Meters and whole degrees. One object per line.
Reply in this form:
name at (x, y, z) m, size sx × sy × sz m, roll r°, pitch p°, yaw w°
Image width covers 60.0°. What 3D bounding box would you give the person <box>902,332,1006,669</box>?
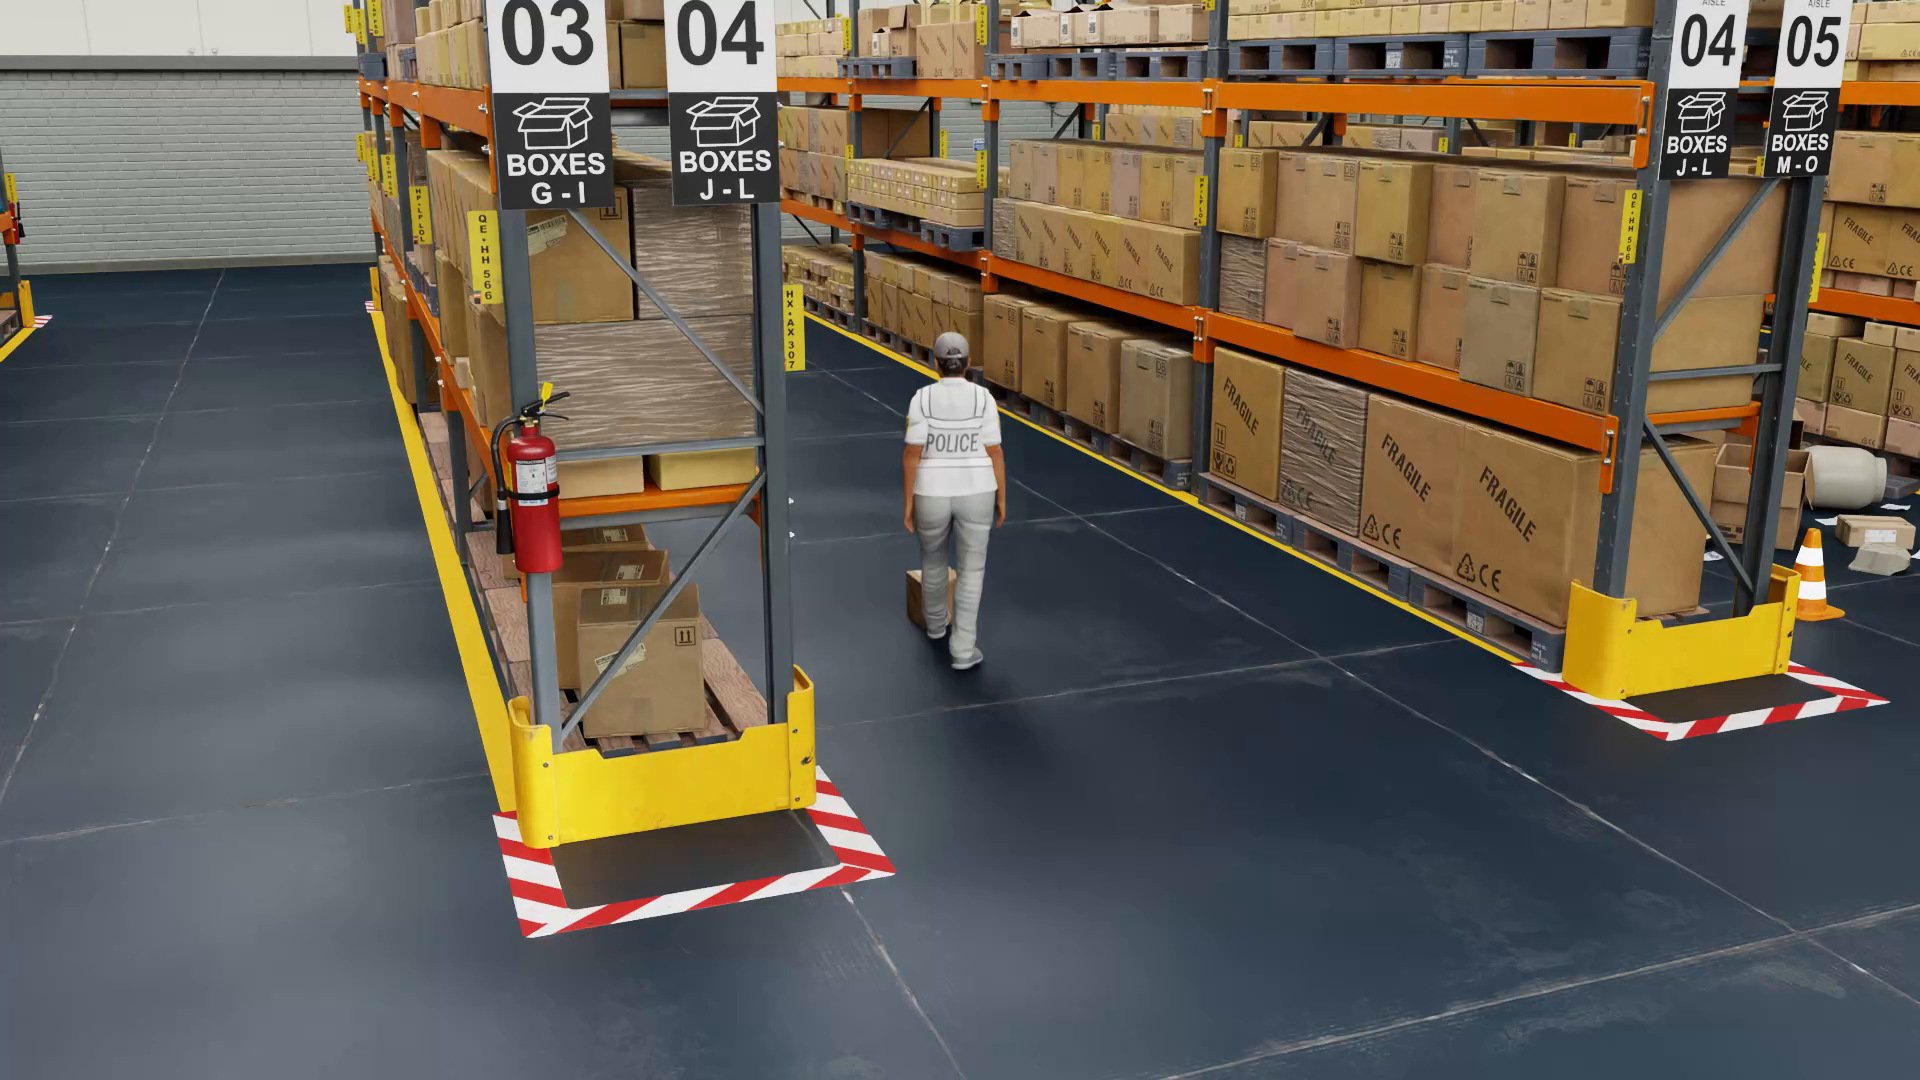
person at (-0.016, -0.230, 8.328) m, size 0.501 × 1.650 × 0.760 m, roll 1°, pitch 16°, yaw 4°
